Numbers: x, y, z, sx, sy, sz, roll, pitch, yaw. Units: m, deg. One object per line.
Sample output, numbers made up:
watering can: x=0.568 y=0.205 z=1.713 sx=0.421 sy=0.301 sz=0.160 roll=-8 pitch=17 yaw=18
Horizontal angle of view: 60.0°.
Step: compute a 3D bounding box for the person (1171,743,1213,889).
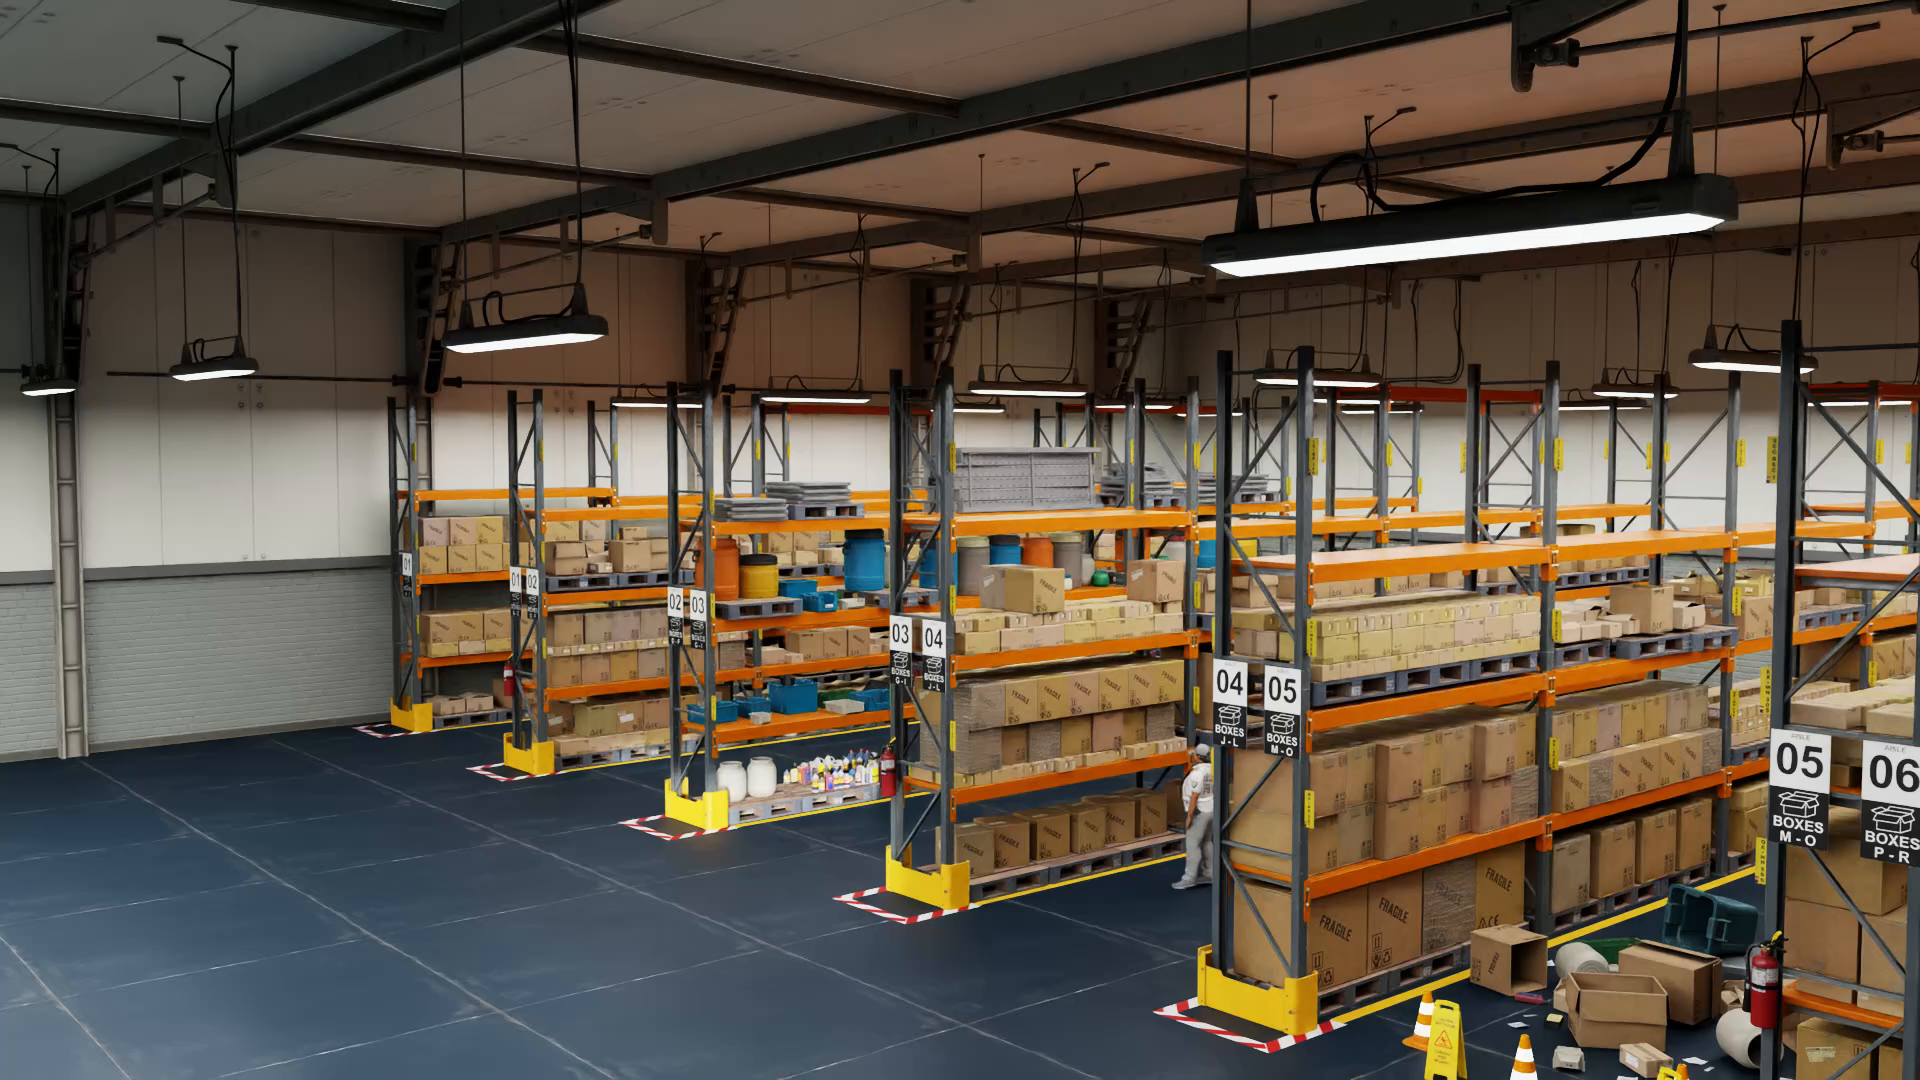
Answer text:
person: x=2.733 y=3.208 z=19.383 sx=0.507 sy=1.683 sz=0.495 roll=1 pitch=3 yaw=15
